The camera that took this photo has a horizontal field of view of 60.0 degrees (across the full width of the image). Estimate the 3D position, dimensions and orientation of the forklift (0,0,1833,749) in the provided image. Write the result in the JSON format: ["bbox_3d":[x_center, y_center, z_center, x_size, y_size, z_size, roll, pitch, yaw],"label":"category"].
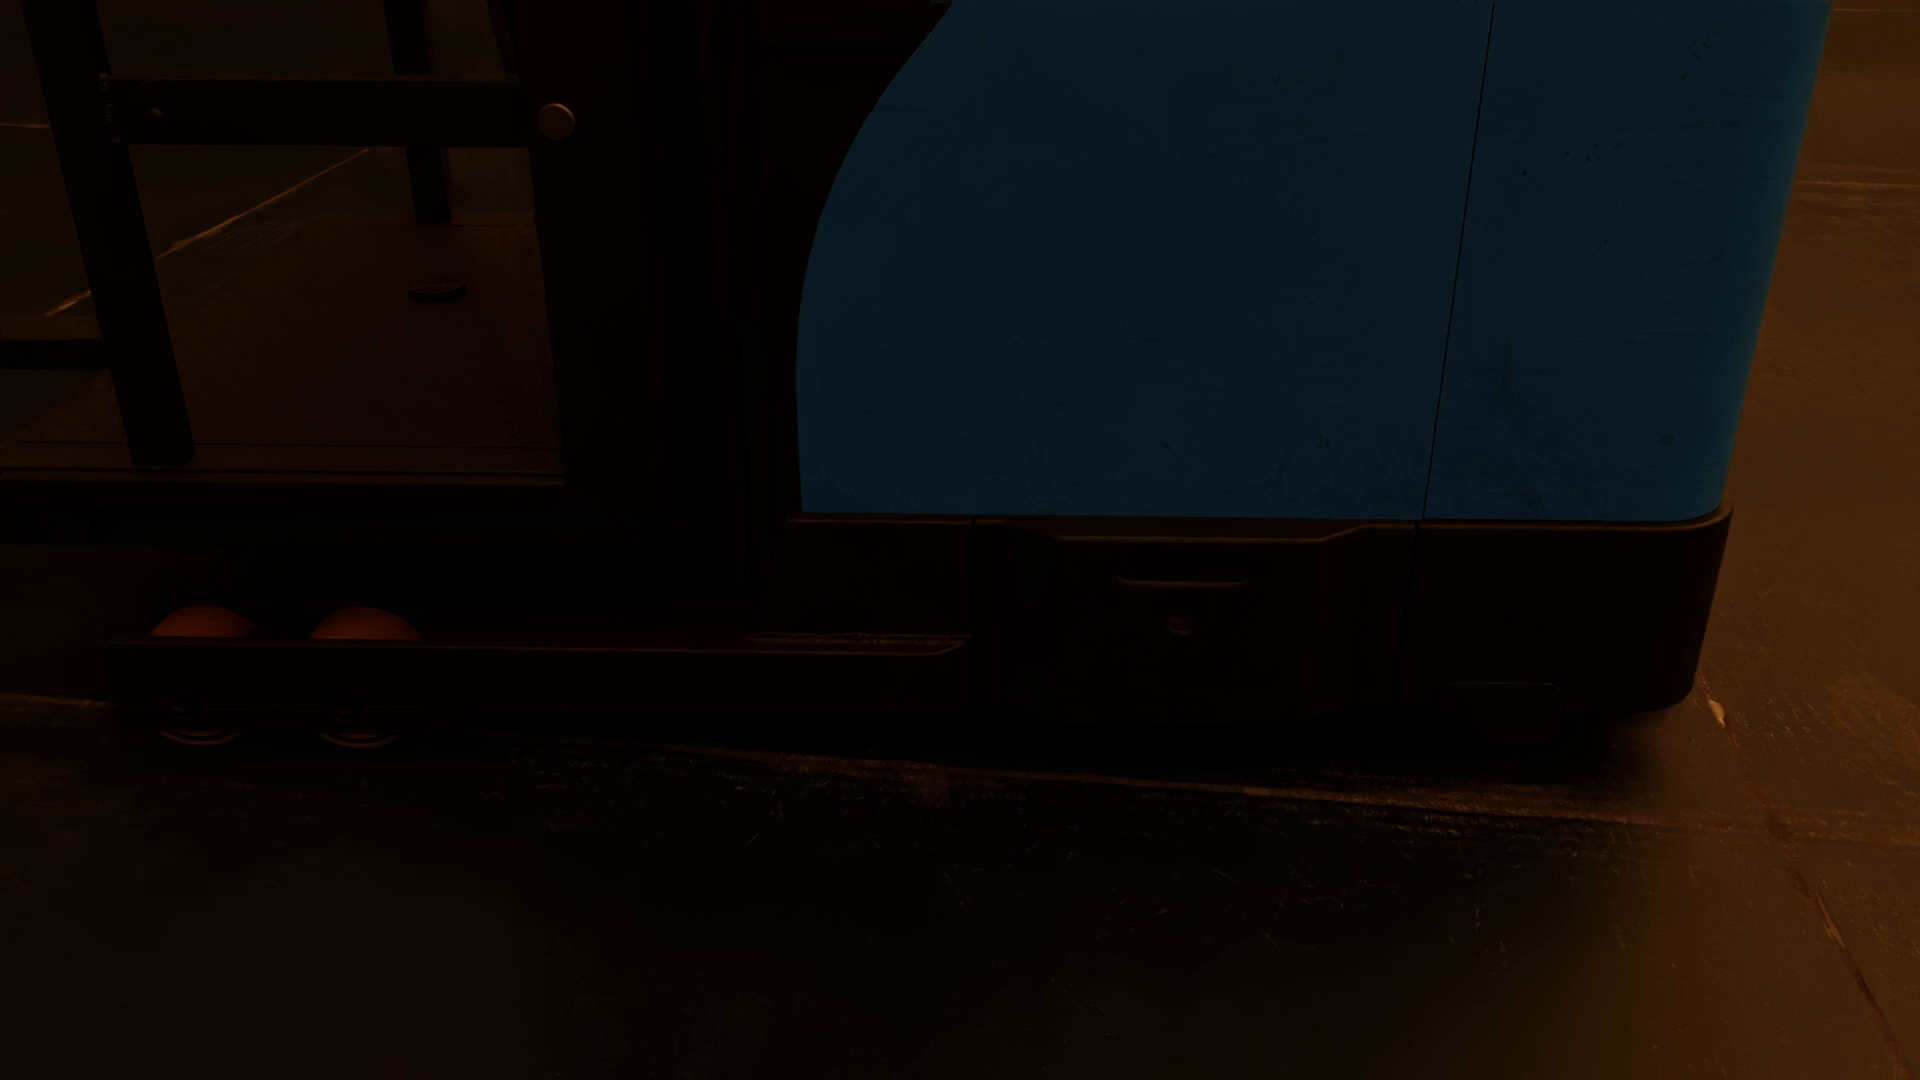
[{"bbox_3d":[-0.617,-1.297,1.816,3.031,2.935,1.130,1,27,1],"label":"forklift"}]
